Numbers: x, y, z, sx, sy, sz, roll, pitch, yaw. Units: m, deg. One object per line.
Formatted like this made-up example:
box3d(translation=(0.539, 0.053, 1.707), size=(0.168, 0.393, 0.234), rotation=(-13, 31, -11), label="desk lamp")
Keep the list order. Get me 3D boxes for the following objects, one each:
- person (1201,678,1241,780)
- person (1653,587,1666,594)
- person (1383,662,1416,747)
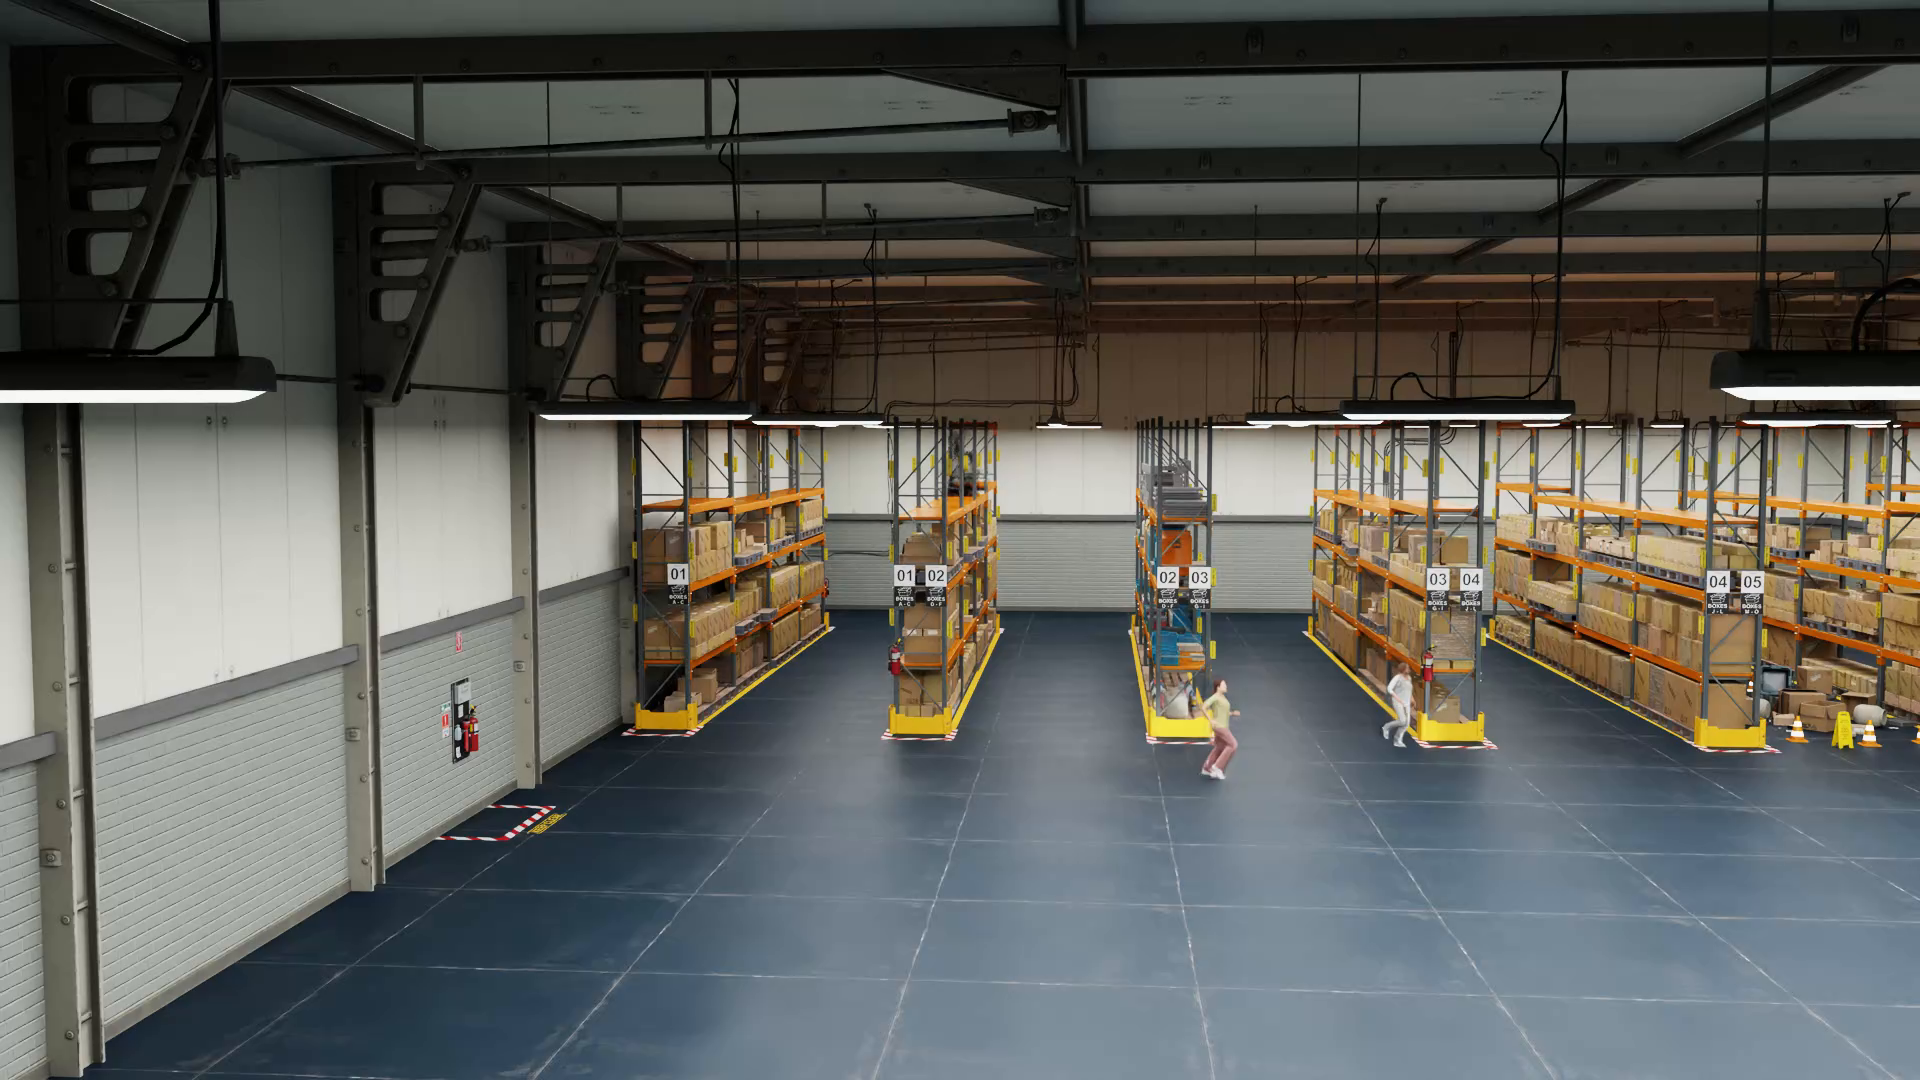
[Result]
box3d(translation=(4.290, 3.099, 27.329), size=(0.656, 1.659, 0.549), rotation=(2, 4, 22), label="person")
box3d(translation=(19.809, 1.774, 47.307), size=(0.625, 1.703, 0.714), rotation=(1, 4, 13), label="person")
box3d(translation=(8.009, 2.979, 30.305), size=(0.569, 1.532, 0.513), rotation=(-2, 4, -31), label="person")
